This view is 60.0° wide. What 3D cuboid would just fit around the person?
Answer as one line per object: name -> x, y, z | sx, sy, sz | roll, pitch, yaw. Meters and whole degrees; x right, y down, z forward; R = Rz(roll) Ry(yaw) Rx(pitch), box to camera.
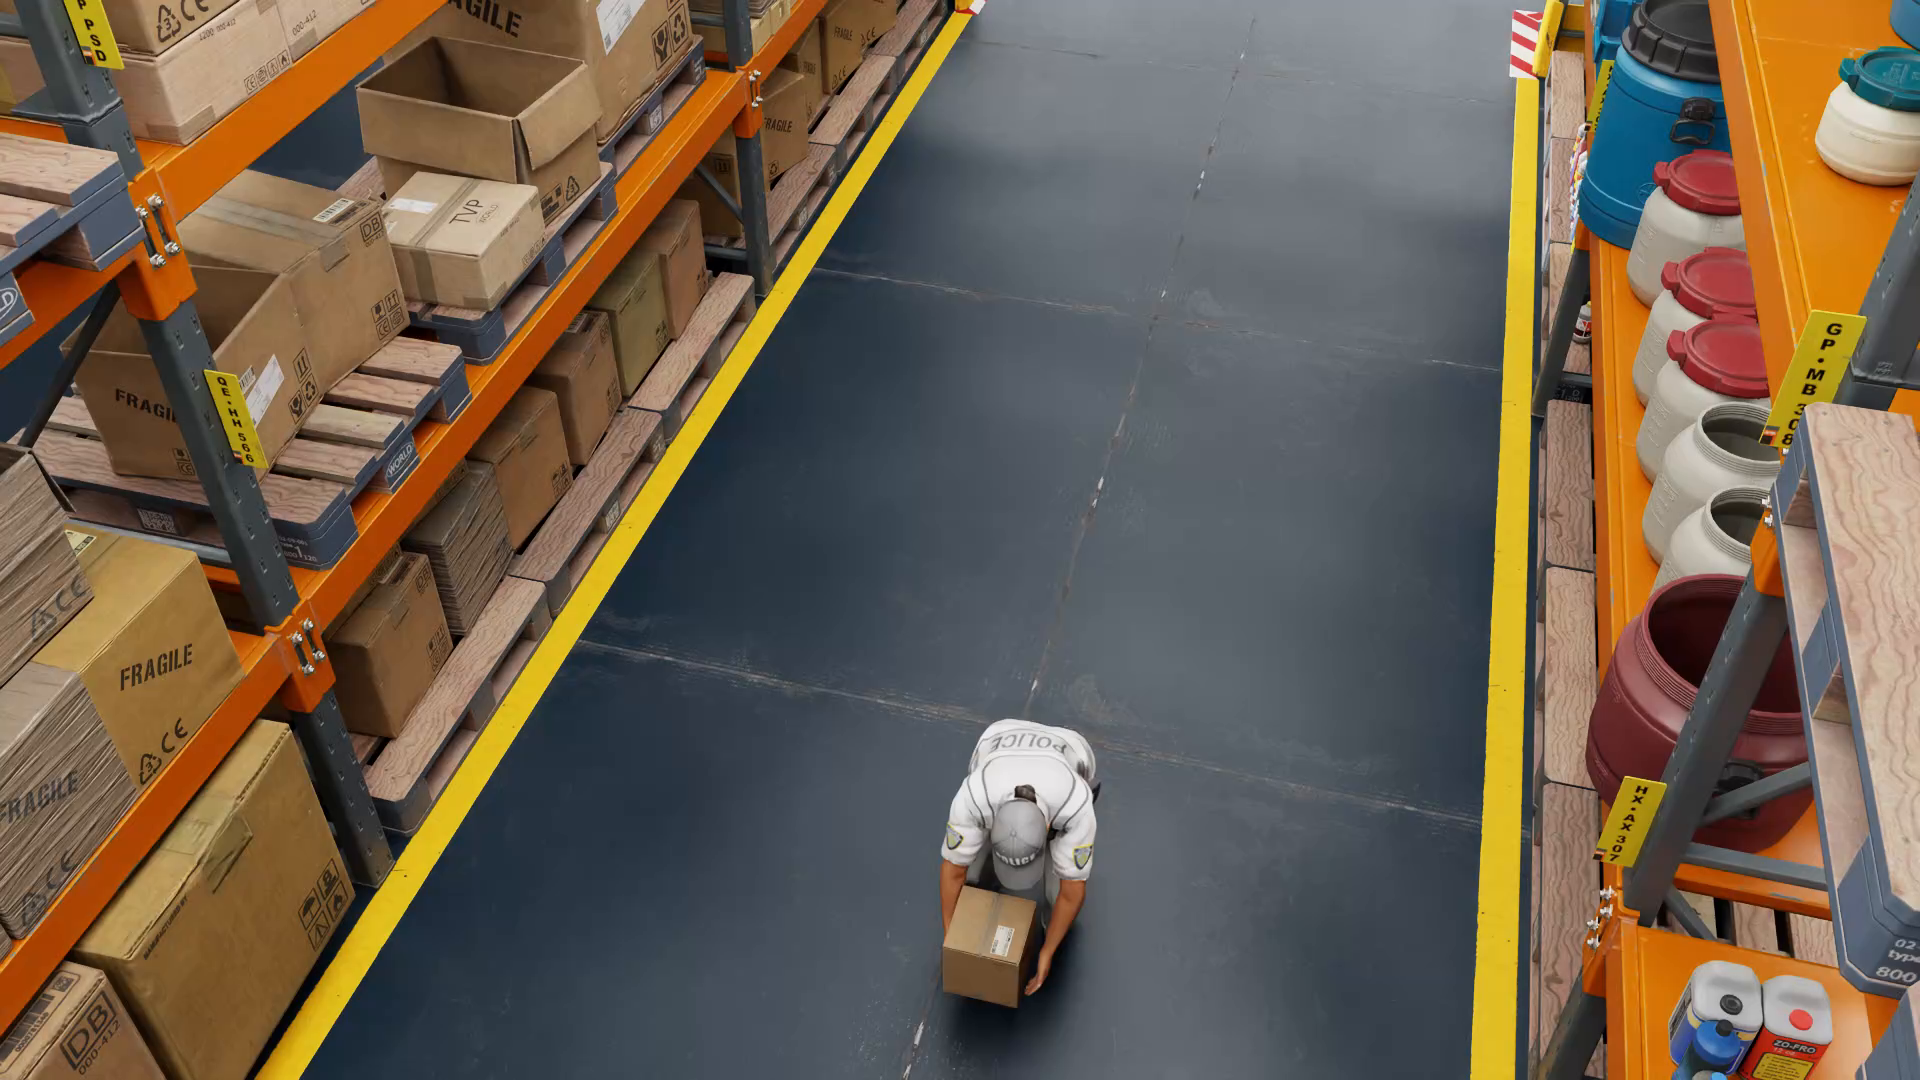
person -> 0.214, 0.988, 5.581 | 0.516, 0.949, 0.855 | 10, 42, 11
